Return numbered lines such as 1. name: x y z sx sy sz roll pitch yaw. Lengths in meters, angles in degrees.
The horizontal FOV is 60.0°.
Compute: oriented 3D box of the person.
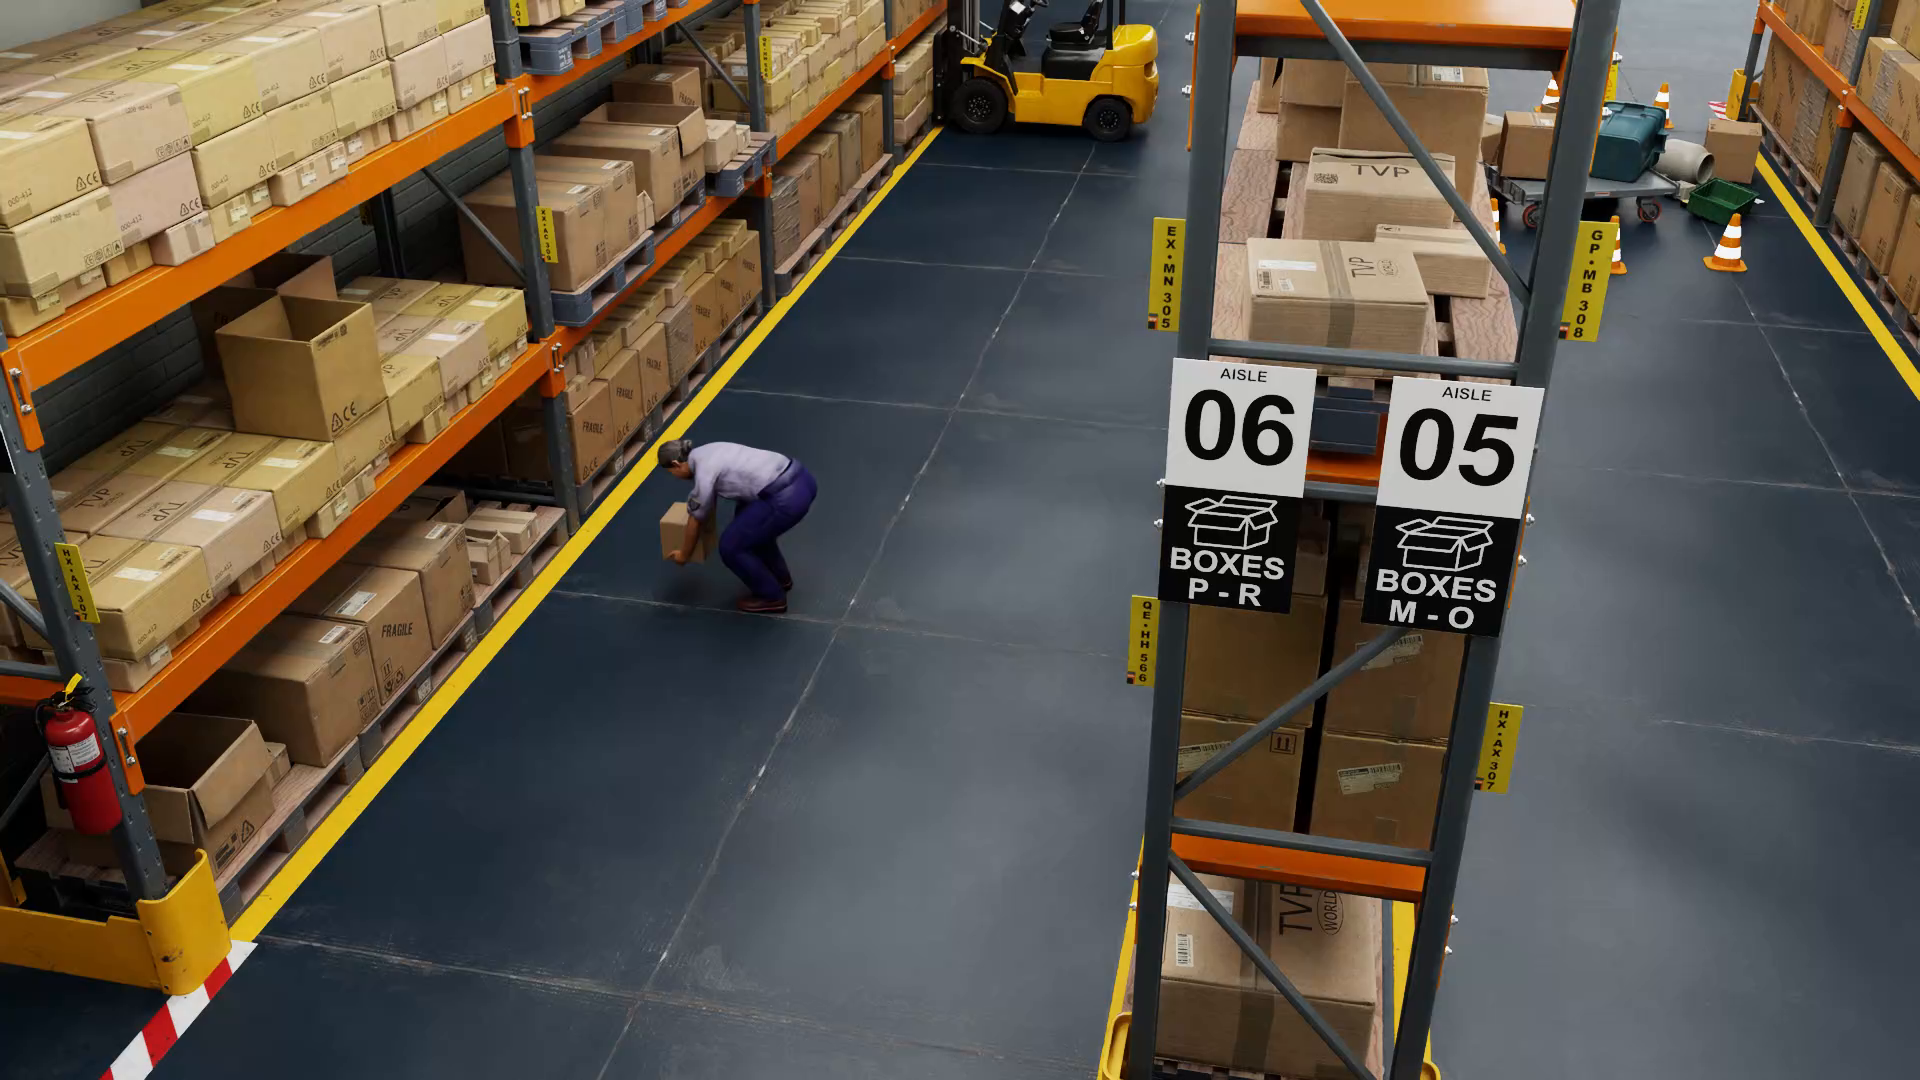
1. person: -1.264 -0.111 9.516 0.892 0.985 0.510 5 29 8
